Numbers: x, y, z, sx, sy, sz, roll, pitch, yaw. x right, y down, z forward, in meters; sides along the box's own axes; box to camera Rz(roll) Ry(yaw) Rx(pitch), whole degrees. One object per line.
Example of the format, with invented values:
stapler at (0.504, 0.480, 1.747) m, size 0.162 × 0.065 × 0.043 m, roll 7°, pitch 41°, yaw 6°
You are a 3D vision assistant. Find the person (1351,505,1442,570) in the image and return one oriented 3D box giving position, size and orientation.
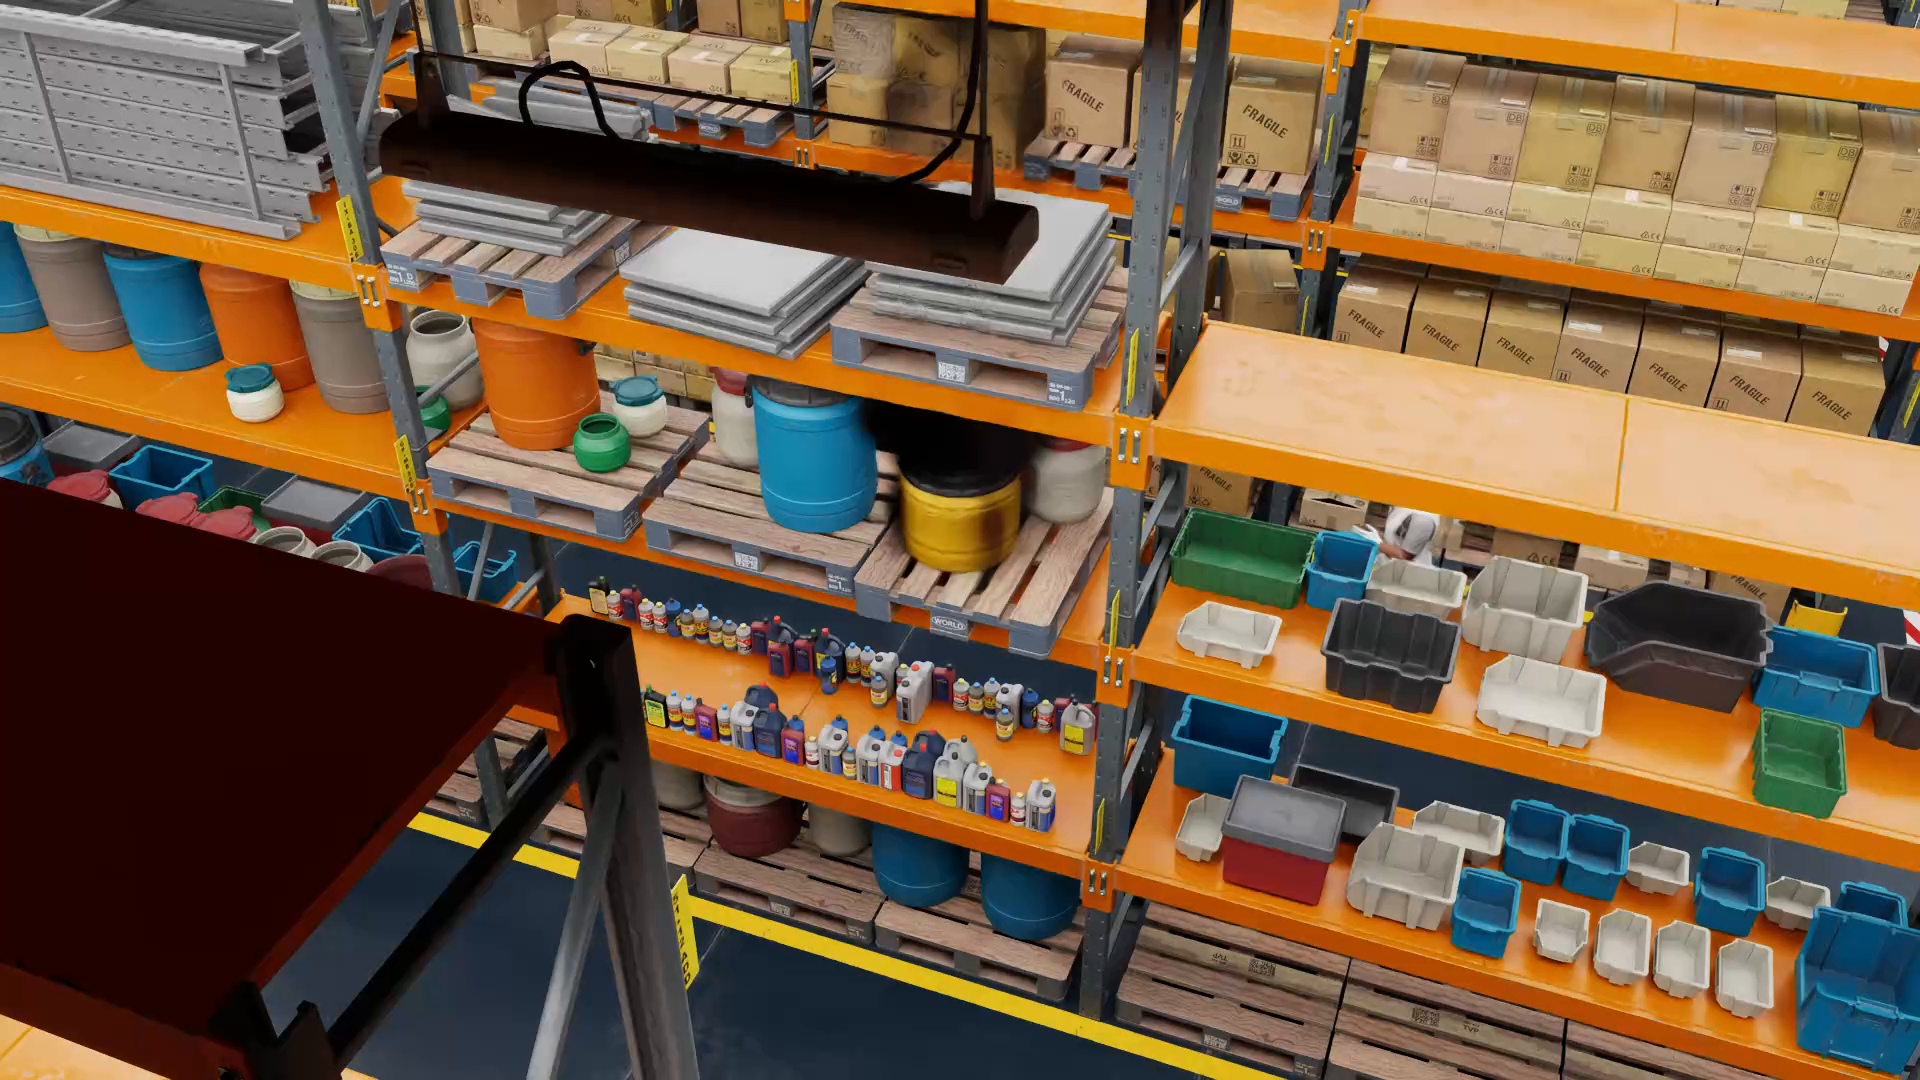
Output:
person at (2.948, 0.191, 11.208) m, size 0.708 × 1.857 × 0.662 m, roll 5°, pitch 37°, yaw 7°
